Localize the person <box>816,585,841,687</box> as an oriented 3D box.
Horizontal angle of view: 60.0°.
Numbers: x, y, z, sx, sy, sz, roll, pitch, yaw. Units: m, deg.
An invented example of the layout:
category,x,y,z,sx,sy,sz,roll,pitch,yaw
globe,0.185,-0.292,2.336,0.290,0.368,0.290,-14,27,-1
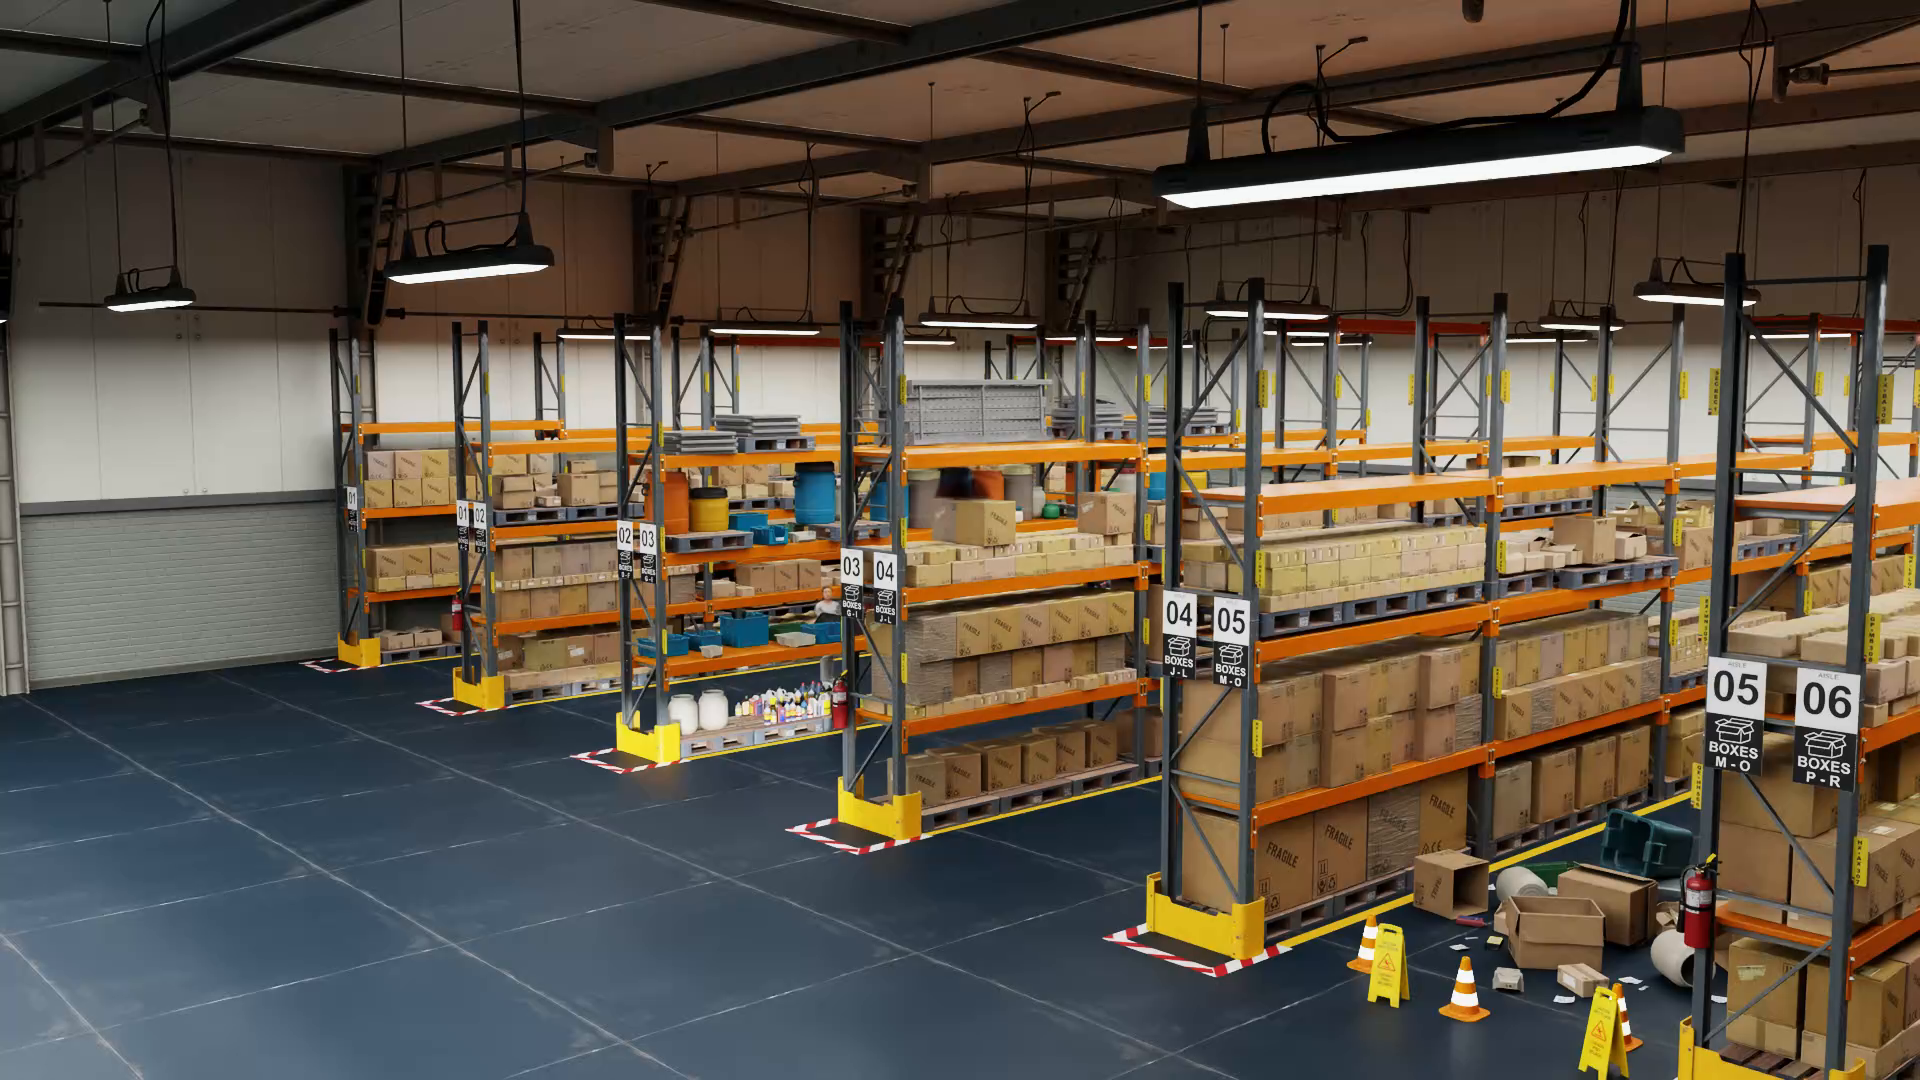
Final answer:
category,x,y,z,sx,sy,sz,roll,pitch,yaw
person,-2.171,1.595,27.773,0.467,1.677,0.442,-5,7,-39
